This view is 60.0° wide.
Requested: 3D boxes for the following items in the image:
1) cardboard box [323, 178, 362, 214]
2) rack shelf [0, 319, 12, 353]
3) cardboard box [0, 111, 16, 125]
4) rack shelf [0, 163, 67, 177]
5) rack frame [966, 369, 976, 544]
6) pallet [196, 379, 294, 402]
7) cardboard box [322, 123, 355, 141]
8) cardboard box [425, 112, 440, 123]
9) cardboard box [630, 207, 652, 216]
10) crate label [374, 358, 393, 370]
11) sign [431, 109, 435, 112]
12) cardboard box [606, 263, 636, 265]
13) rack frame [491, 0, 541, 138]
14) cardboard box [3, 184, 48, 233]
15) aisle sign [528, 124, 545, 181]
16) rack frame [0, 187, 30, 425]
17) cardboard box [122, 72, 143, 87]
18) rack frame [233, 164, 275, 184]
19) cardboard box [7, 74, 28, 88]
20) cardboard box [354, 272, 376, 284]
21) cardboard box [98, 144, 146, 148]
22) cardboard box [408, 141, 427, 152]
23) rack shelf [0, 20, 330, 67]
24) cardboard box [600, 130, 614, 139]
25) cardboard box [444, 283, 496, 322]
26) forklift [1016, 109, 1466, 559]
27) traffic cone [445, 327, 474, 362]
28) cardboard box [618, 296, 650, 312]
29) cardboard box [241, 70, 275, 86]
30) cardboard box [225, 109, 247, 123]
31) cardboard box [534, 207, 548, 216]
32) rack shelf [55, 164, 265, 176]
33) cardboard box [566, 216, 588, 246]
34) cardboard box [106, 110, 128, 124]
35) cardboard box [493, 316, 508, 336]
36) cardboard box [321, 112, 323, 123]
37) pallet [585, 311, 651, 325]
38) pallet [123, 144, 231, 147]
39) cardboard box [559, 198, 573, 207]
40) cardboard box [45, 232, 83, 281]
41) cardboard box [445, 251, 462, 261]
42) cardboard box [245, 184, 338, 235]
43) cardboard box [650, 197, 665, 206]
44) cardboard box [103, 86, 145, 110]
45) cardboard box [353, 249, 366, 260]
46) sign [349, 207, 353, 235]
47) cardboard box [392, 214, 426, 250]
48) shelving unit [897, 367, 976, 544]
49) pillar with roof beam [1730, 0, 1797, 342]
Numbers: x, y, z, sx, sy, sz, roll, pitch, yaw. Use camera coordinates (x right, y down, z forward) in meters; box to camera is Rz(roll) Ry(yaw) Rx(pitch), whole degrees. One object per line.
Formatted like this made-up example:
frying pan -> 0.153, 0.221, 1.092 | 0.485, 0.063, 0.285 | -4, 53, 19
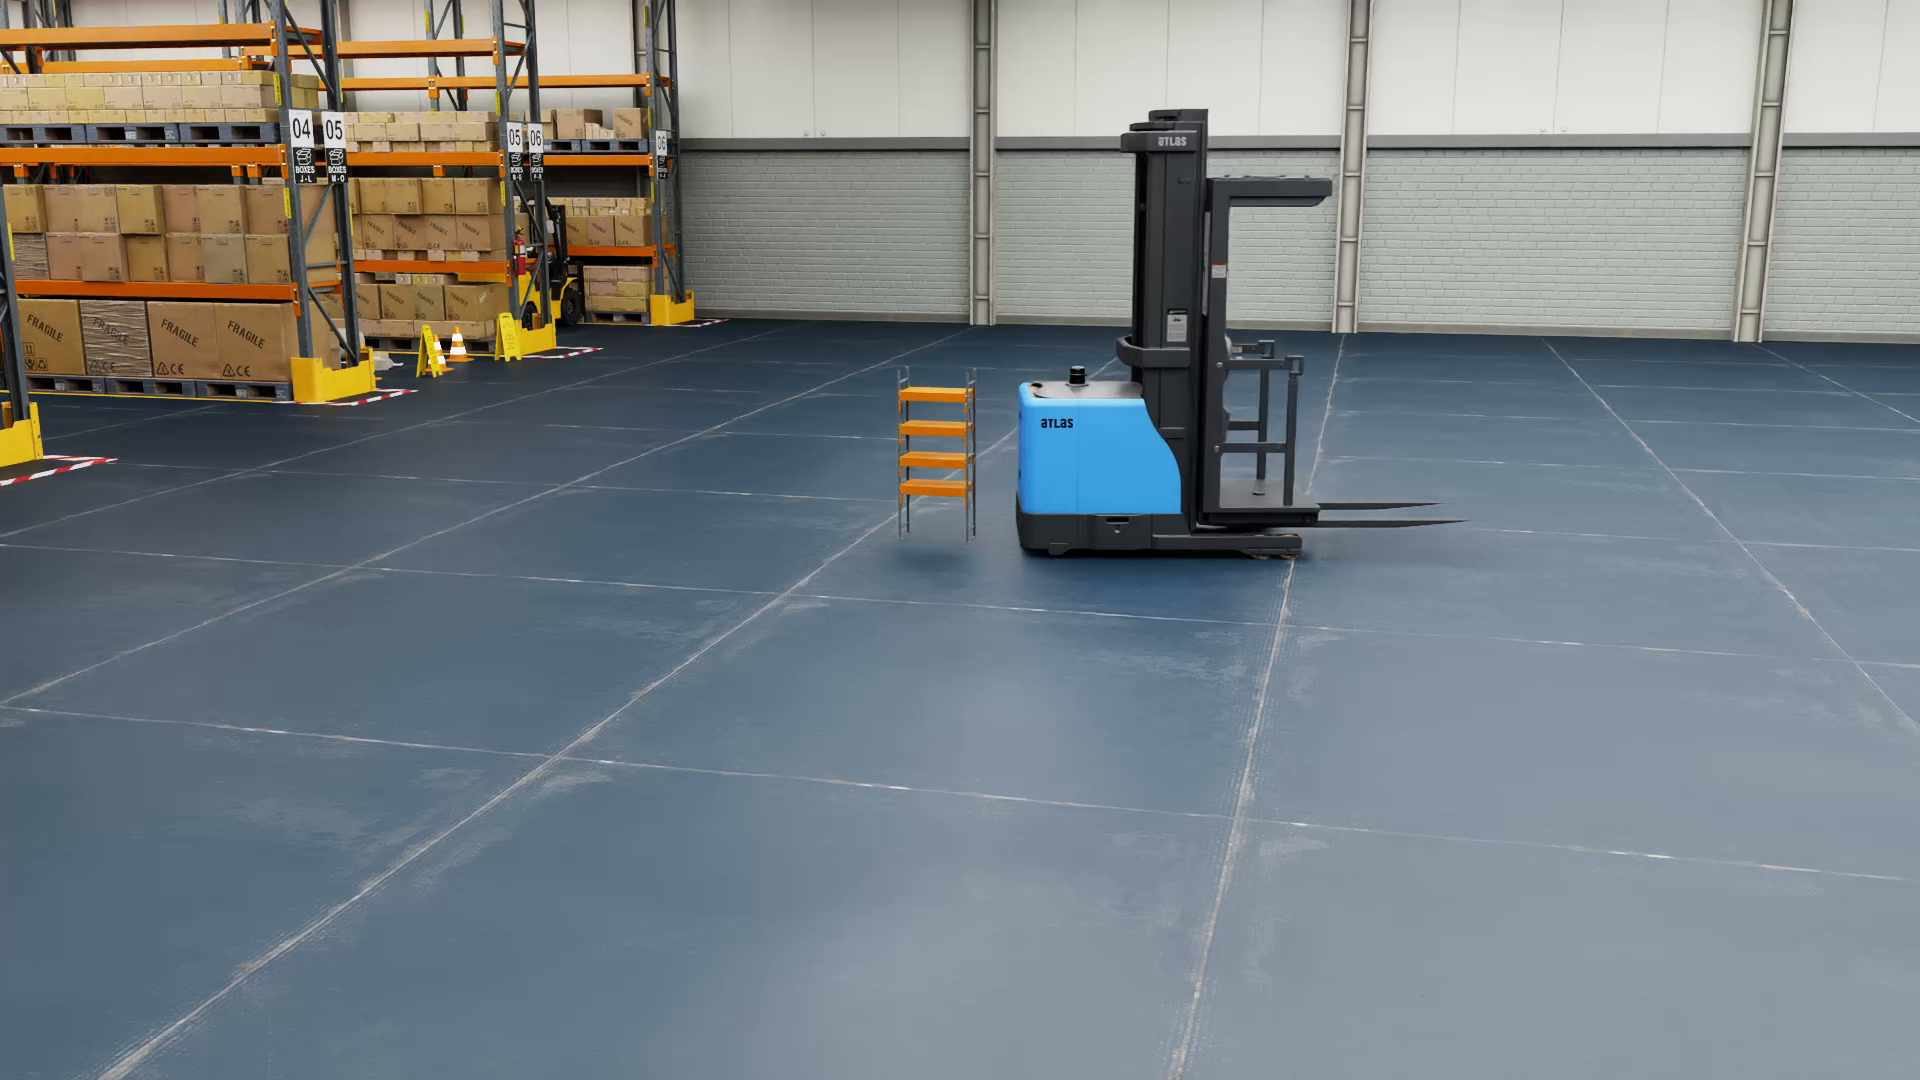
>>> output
cardboard box -> -8.696, -4.938, 23.841 | 0.500, 0.500, 0.700 | 3, 13, 12
rack shelf -> -10.475, -1.849, 14.802 | 4.000, 0.370, 1.077 | 3, 13, 14
cardboard box -> -10.858, -4.847, 19.108 | 0.250, 0.149, 0.380 | 3, 13, 13
rack shelf -> -15.868, -5.812, 25.741 | 4.000, 0.370, 1.077 | 3, 13, 14
rack frame -> 0.076, -0.582, 11.585 | 0.015, 1.200, 0.240 | 3, 13, 14
pallet -> -8.042, -1.797, 19.348 | 1.213, 0.211, 1.003 | 3, 13, 14
cardboard box -> -8.695, -5.790, 23.640 | 0.500, 0.250, 0.500 | 3, 13, 14
cardboard box -> -7.285, -5.921, 23.311 | 0.250, 0.149, 0.380 | 3, 13, 14
cardboard box -> -5.377, -5.549, 28.089 | 0.250, 0.149, 0.380 | 3, 13, 14
crate label -> -7.600, -2.310, 21.830 | 0.298, 0.136, 0.250 | -4, 13, -16
sign -> -8.977, -7.187, 28.358 | 0.005, 0.325, 0.100 | 3, 13, 14
cardboard box -> -5.881, -4.665, 28.904 | 0.500, 0.250, 0.500 | 3, 13, 14
rack frame -> -6.159, -7.109, 22.999 | 0.127, 3.000, 1.000 | 3, 13, 14
cardboard box -> -10.780, -3.915, 19.617 | 0.550, 0.550, 0.875 | 3, 13, 14
aisle sign -> -6.025, -5.511, 23.647 | 0.004, 0.787, 0.394 | 3, 13, 14
rack frame -> -8.533, -2.096, 14.256 | 0.127, 3.000, 1.000 | 3, 13, 14
cardboard box -> -9.136, -5.144, 18.607 | 0.250, 0.149, 0.380 | 3, 13, 14
rack frame -> -12.740, -5.639, 30.226 | 0.127, 3.000, 1.000 | 3, 13, 14
cardboard box -> -10.610, -5.223, 18.963 | 0.250, 0.149, 0.380 | 3, 13, 13
cardboard box -> -8.666, -3.787, 24.027 | 0.250, 0.149, 0.380 | 4, 13, 17
cardboard box -> -12.438, -6.037, 24.854 | 0.637, 0.503, 0.797 | 3, 13, 14
cardboard box -> -7.555, -5.539, 23.427 | 0.250, 0.149, 0.380 | 3, 13, 13
rack shelf -> -9.189, -5.620, 18.873 | 4.000, 0.370, 1.077 | 3, 13, 14
cardboard box -> -5.851, -6.799, 27.906 | 0.250, 0.149, 0.380 | 3, 13, 12
cardboard box -> -6.999, -3.395, 23.760 | 0.500, 0.500, 0.500 | 3, 13, 14
forklift -> 1.922, -1.416, 11.349 | 3.031, 2.935, 1.130 | 0, 13, 0
traffic cone -> -6.886, -2.693, 22.801 | 0.334, 0.463, 0.336 | 3, 13, 14
cardboard box -> -5.505, -4.045, 28.417 | 0.500, 0.250, 0.500 | 3, 13, 14
cardboard box -> -7.655, -5.065, 18.250 | 0.250, 0.149, 0.380 | 3, 13, 14
cardboard box -> -7.895, -4.689, 18.396 | 0.250, 0.149, 0.380 | 3, 13, 14
cardboard box -> -7.114, -5.641, 28.504 | 0.250, 0.149, 0.380 | 3, 13, 12
rack shelf -> -14.682, -6.856, 30.446 | 4.000, 0.370, 1.077 | 3, 13, 14
cardboard box -> -6.513, -5.299, 28.459 | 0.500, 0.500, 0.500 | 3, 13, 12
cardboard box -> -9.382, -4.768, 18.752 | 0.250, 0.149, 0.380 | 3, 13, 14
cardboard box -> -6.876, -3.143, 24.352 | 0.500, 0.250, 0.500 | 3, 13, 13
cardboard box -> -9.053, -5.991, 23.627 | 0.250, 0.149, 0.380 | 3, 13, 13
pallet -> -5.726, -3.894, 28.796 | 1.213, 0.211, 1.003 | 3, 13, 14
pallet -> -11.624, -5.868, 24.765 | 1.003, 0.211, 1.213 | 3, 13, 14
cardboard box -> -6.635, -5.754, 28.329 | 0.250, 0.149, 0.380 | 3, 13, 15
cardboard box -> -10.230, -3.374, 19.671 | 0.550, 0.550, 0.875 | 3, 13, 14
cardboard box -> -7.090, -4.039, 23.595 | 0.250, 0.149, 0.380 | 3, 13, 13
cardboard box -> -7.598, -3.762, 18.924 | 0.550, 0.550, 0.875 | 3, 13, 14
cardboard box -> -5.248, -5.797, 28.522 | 0.250, 0.149, 0.380 | 3, 13, 12
cardboard box -> -9.251, -4.969, 18.740 | 0.500, 0.250, 0.500 | 3, 13, 14
cardboard box -> -8.574, -4.113, 23.926 | 0.250, 0.149, 0.380 | 3, 13, 14
sign -> -7.108, -3.712, 19.356 | 0.005, 0.325, 0.100 | 3, 13, 14
cardboard box -> -7.722, -4.398, 23.713 | 0.500, 0.500, 0.500 | 3, 13, 13
shelving unit -> -0.161, -0.594, 11.643 | 0.503, 1.200, 0.258 | 3, 13, 14
pillar with roof beam -> 11.011, -6.539, 20.431 | 0.400, 9.000, 9.100 | 3, 13, 14
